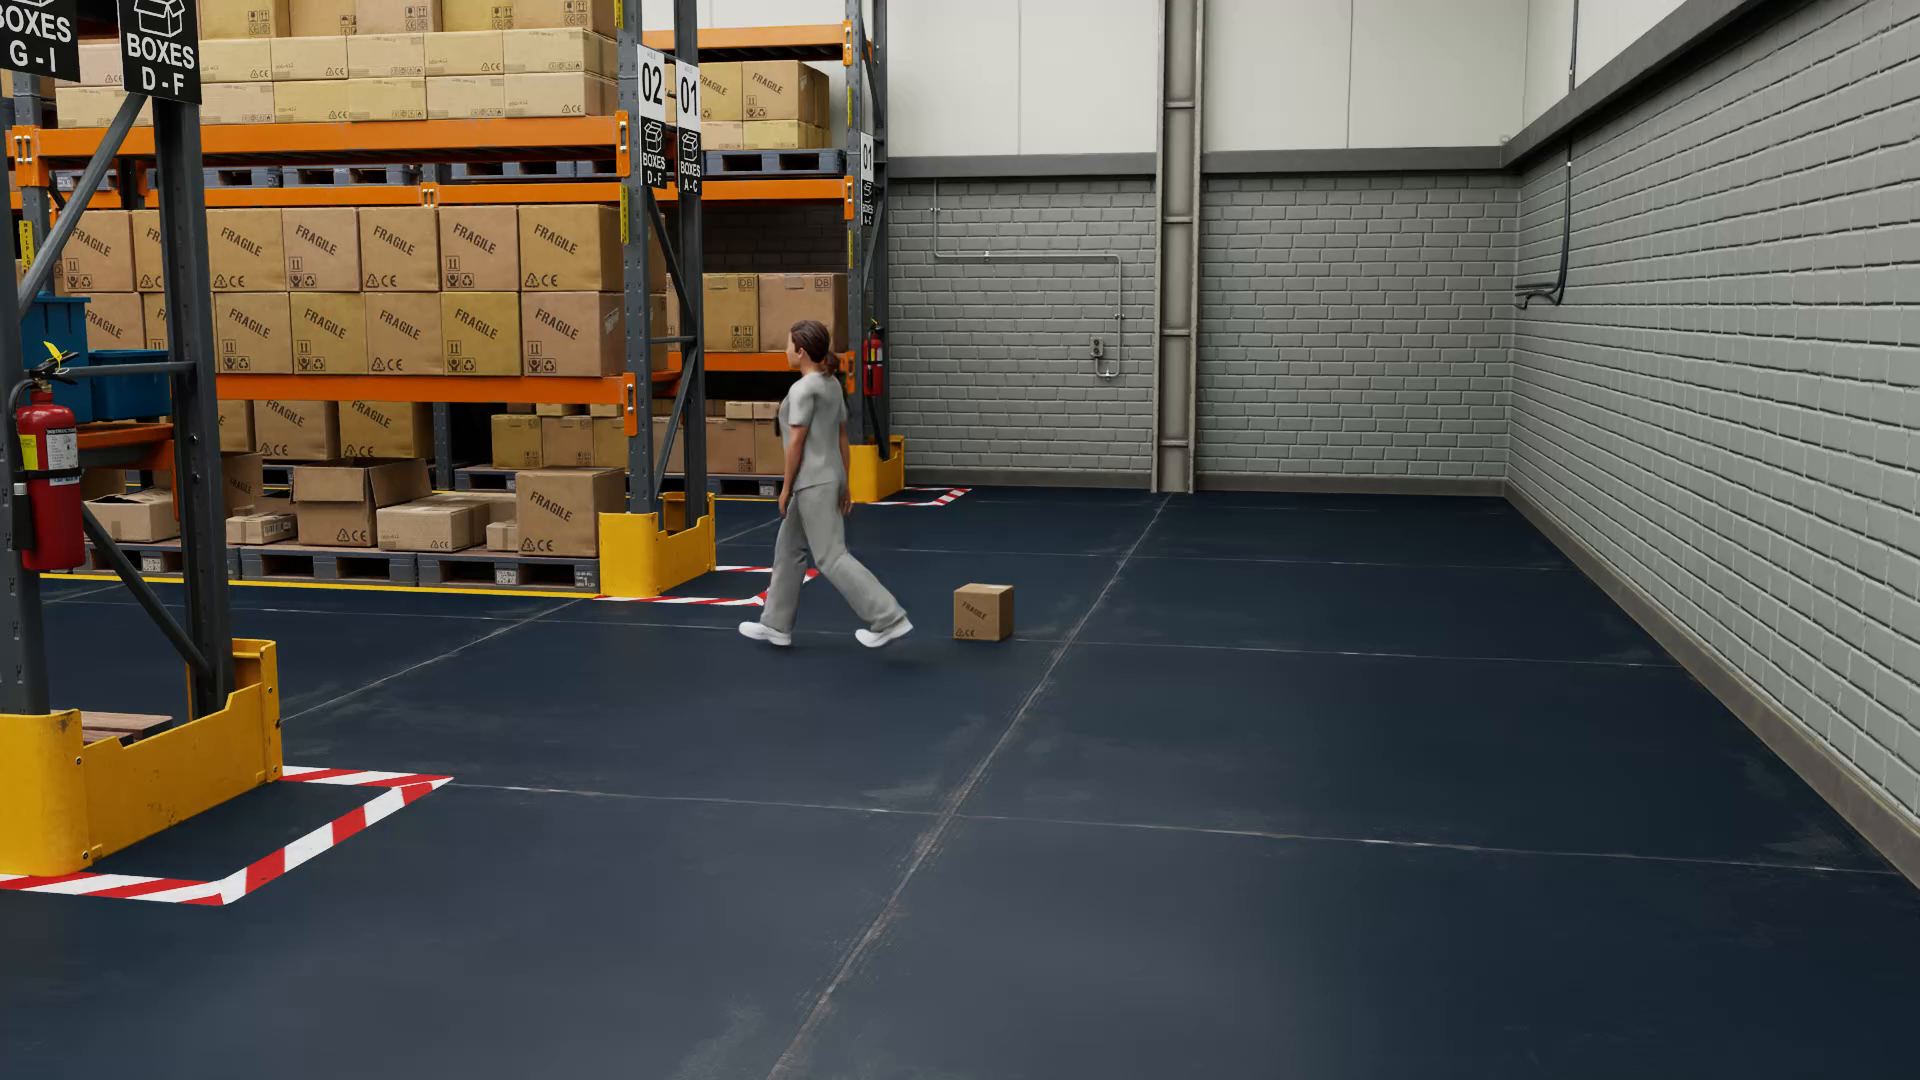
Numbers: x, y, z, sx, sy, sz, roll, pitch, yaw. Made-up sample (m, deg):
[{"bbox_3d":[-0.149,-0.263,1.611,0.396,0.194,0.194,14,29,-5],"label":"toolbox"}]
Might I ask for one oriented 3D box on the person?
[{"bbox_3d":[-0.686,-0.260,8.174,0.997,1.633,0.444,2,8,15],"label":"person"}]
